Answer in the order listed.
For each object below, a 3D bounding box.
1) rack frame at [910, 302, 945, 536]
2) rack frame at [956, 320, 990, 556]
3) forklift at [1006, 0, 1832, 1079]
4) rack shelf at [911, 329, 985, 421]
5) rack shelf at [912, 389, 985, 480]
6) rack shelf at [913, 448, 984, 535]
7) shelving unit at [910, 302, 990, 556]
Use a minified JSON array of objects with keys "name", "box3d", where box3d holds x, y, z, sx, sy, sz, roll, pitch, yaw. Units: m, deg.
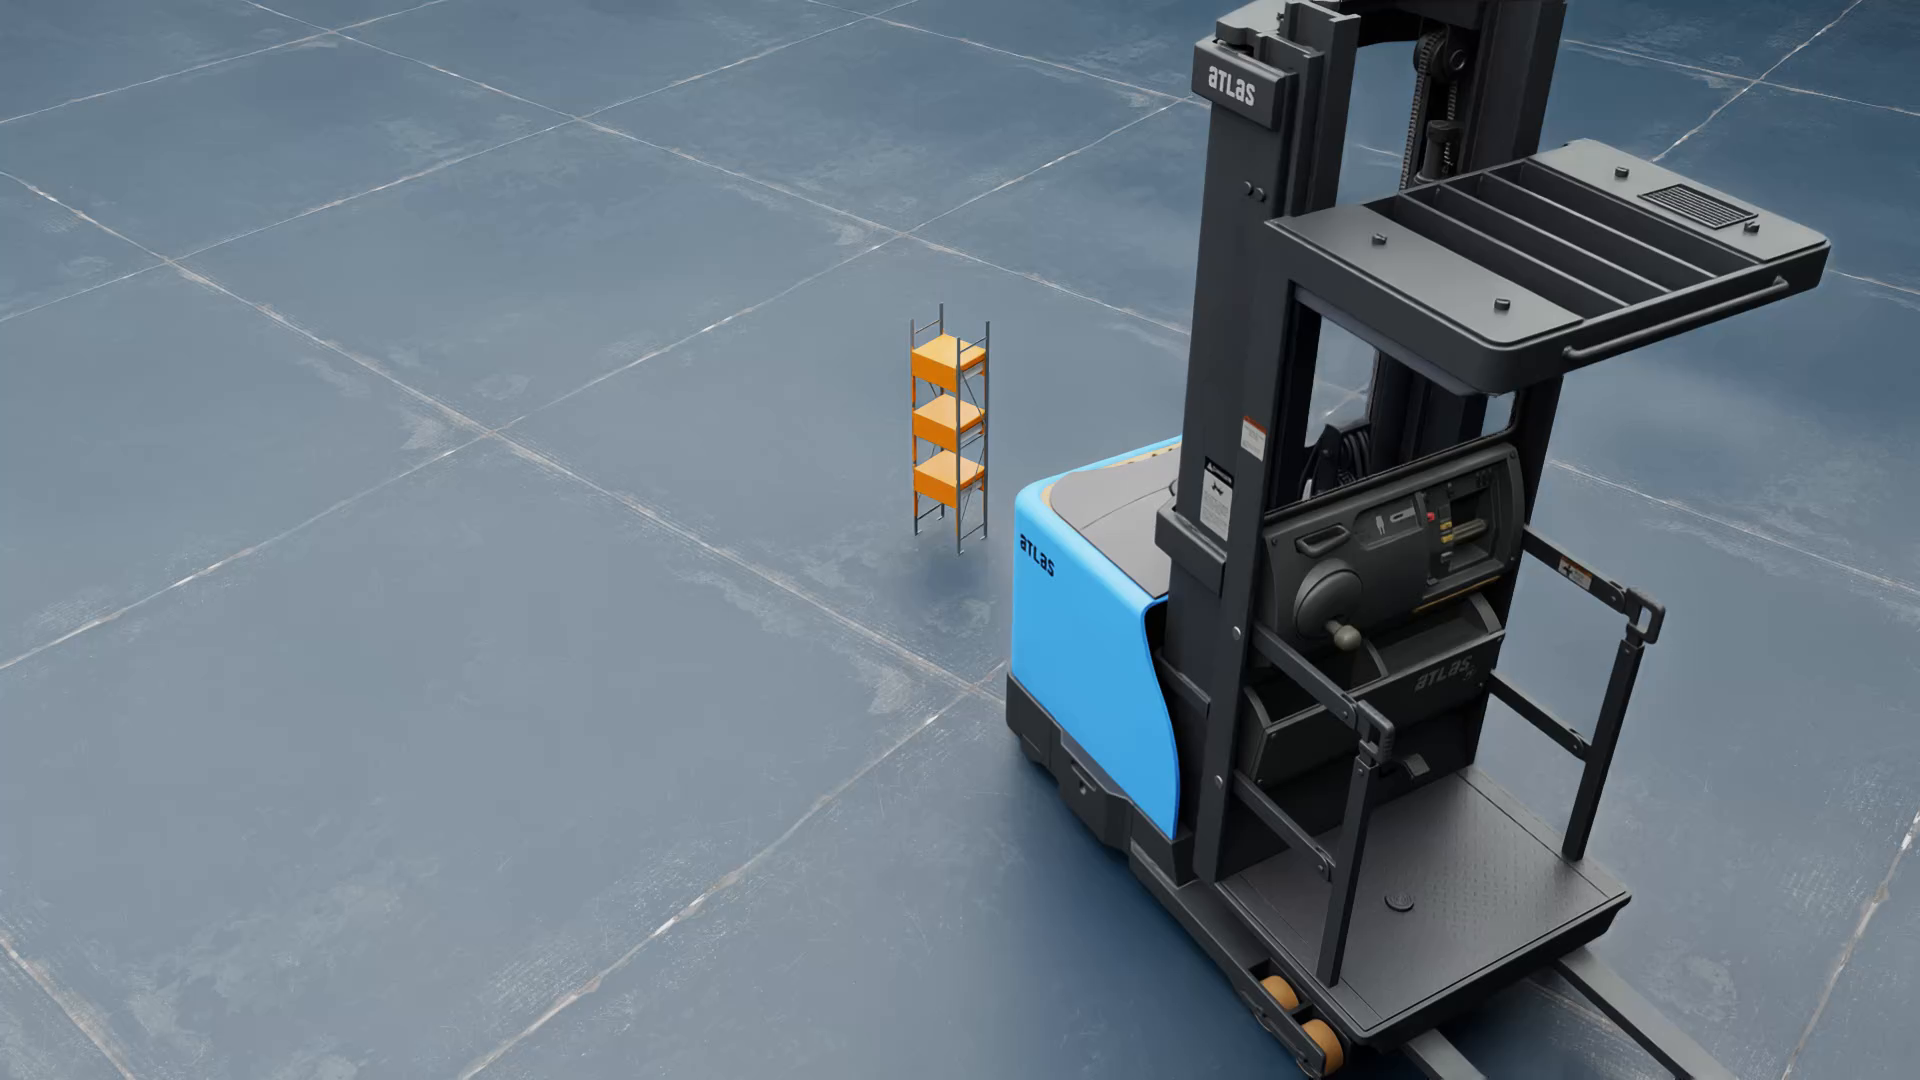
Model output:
[{"name":"rack frame","box3d":[-0.135,-0.496,7.045,0.008,1.050,0.200,25,42,32]},{"name":"rack frame","box3d":[0.053,-0.408,6.917,0.008,1.050,0.200,25,42,32]},{"name":"forklift","box3d":[1.346,0.082,4.541,1.130,2.935,3.031,-18,38,-25]},{"name":"rack shelf","box3d":[-0.041,-0.677,6.826,0.240,0.259,0.215,25,42,32]},{"name":"rack shelf","box3d":[-0.041,-0.443,6.987,0.240,0.259,0.215,25,42,32]},{"name":"rack shelf","box3d":[-0.041,-0.214,7.144,0.240,0.259,0.215,25,42,32]},{"name":"shelving unit","box3d":[-0.041,-0.452,6.981,0.252,1.050,0.215,25,42,32]}]
